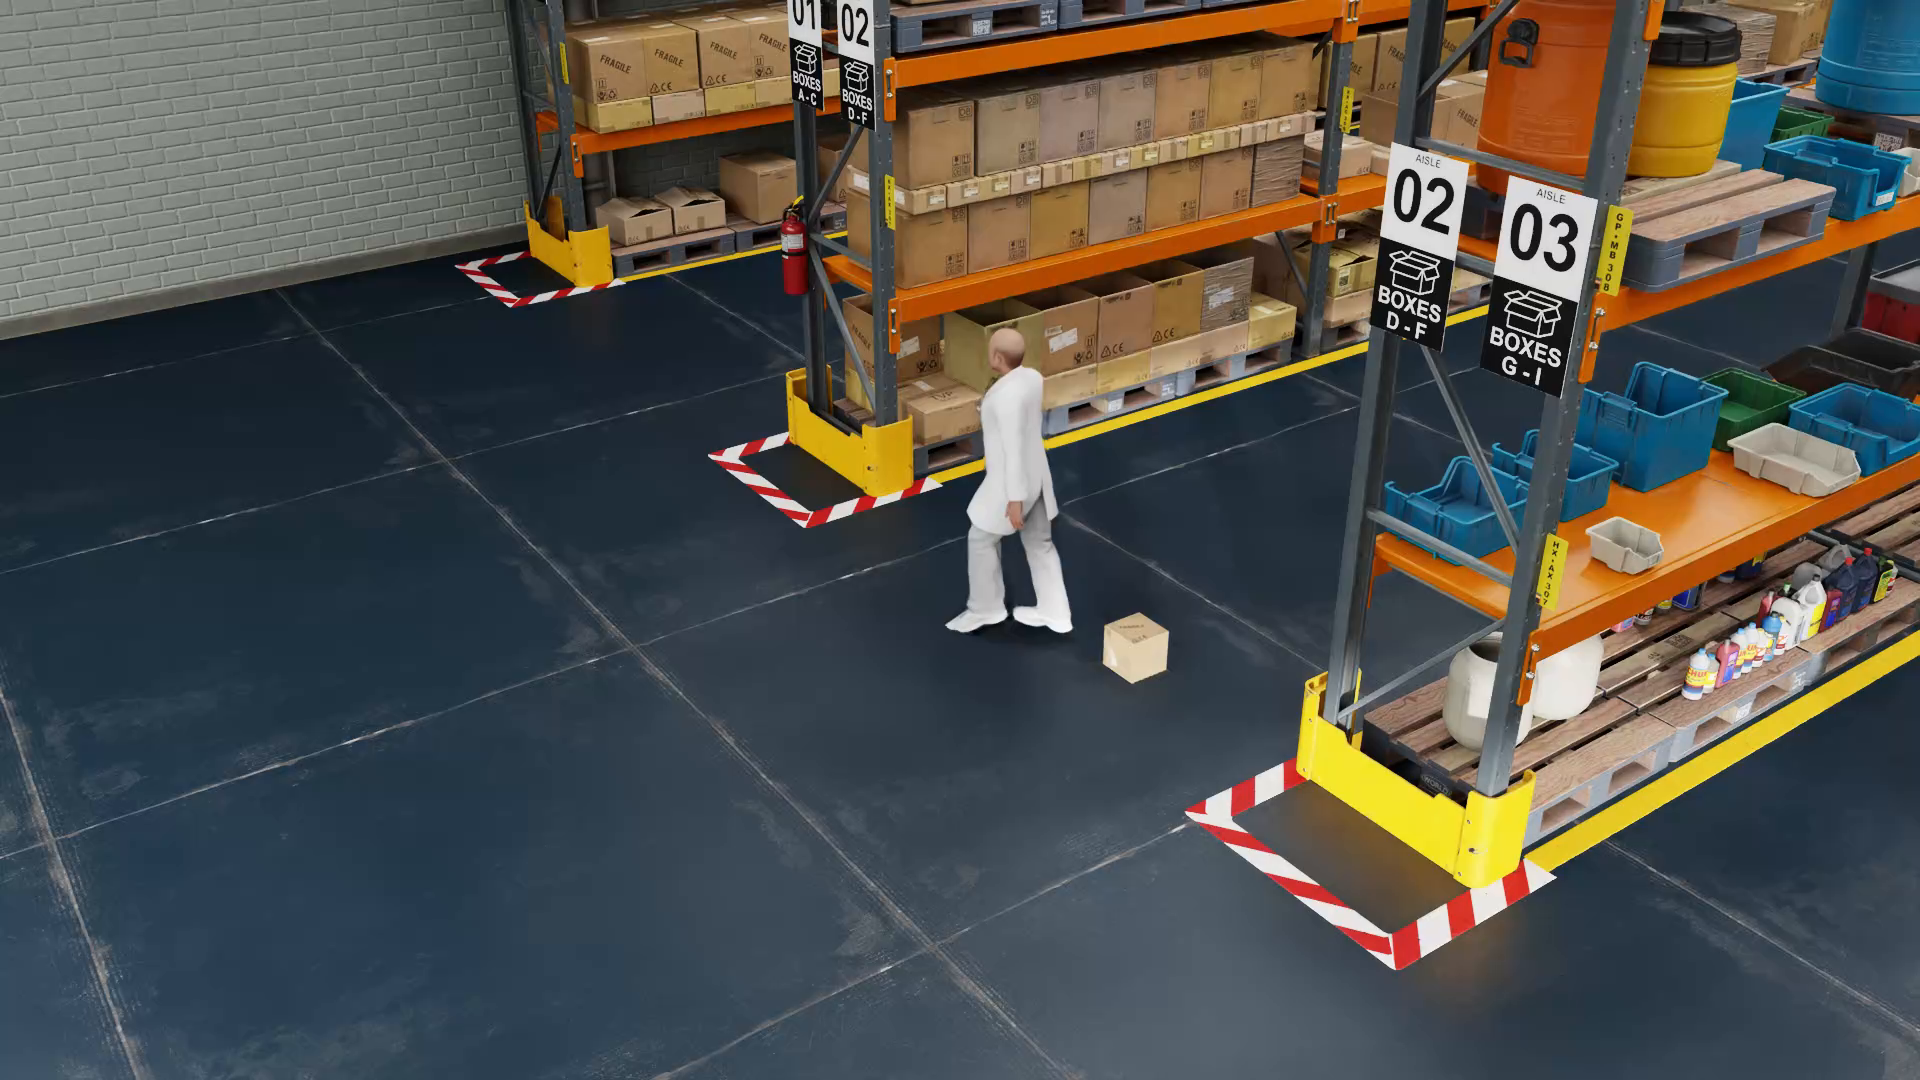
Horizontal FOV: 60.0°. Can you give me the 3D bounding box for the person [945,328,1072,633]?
[{"bbox_3d":[0.327,-0.289,9.206,0.702,1.818,0.615,15,32,25],"label":"person"}]
